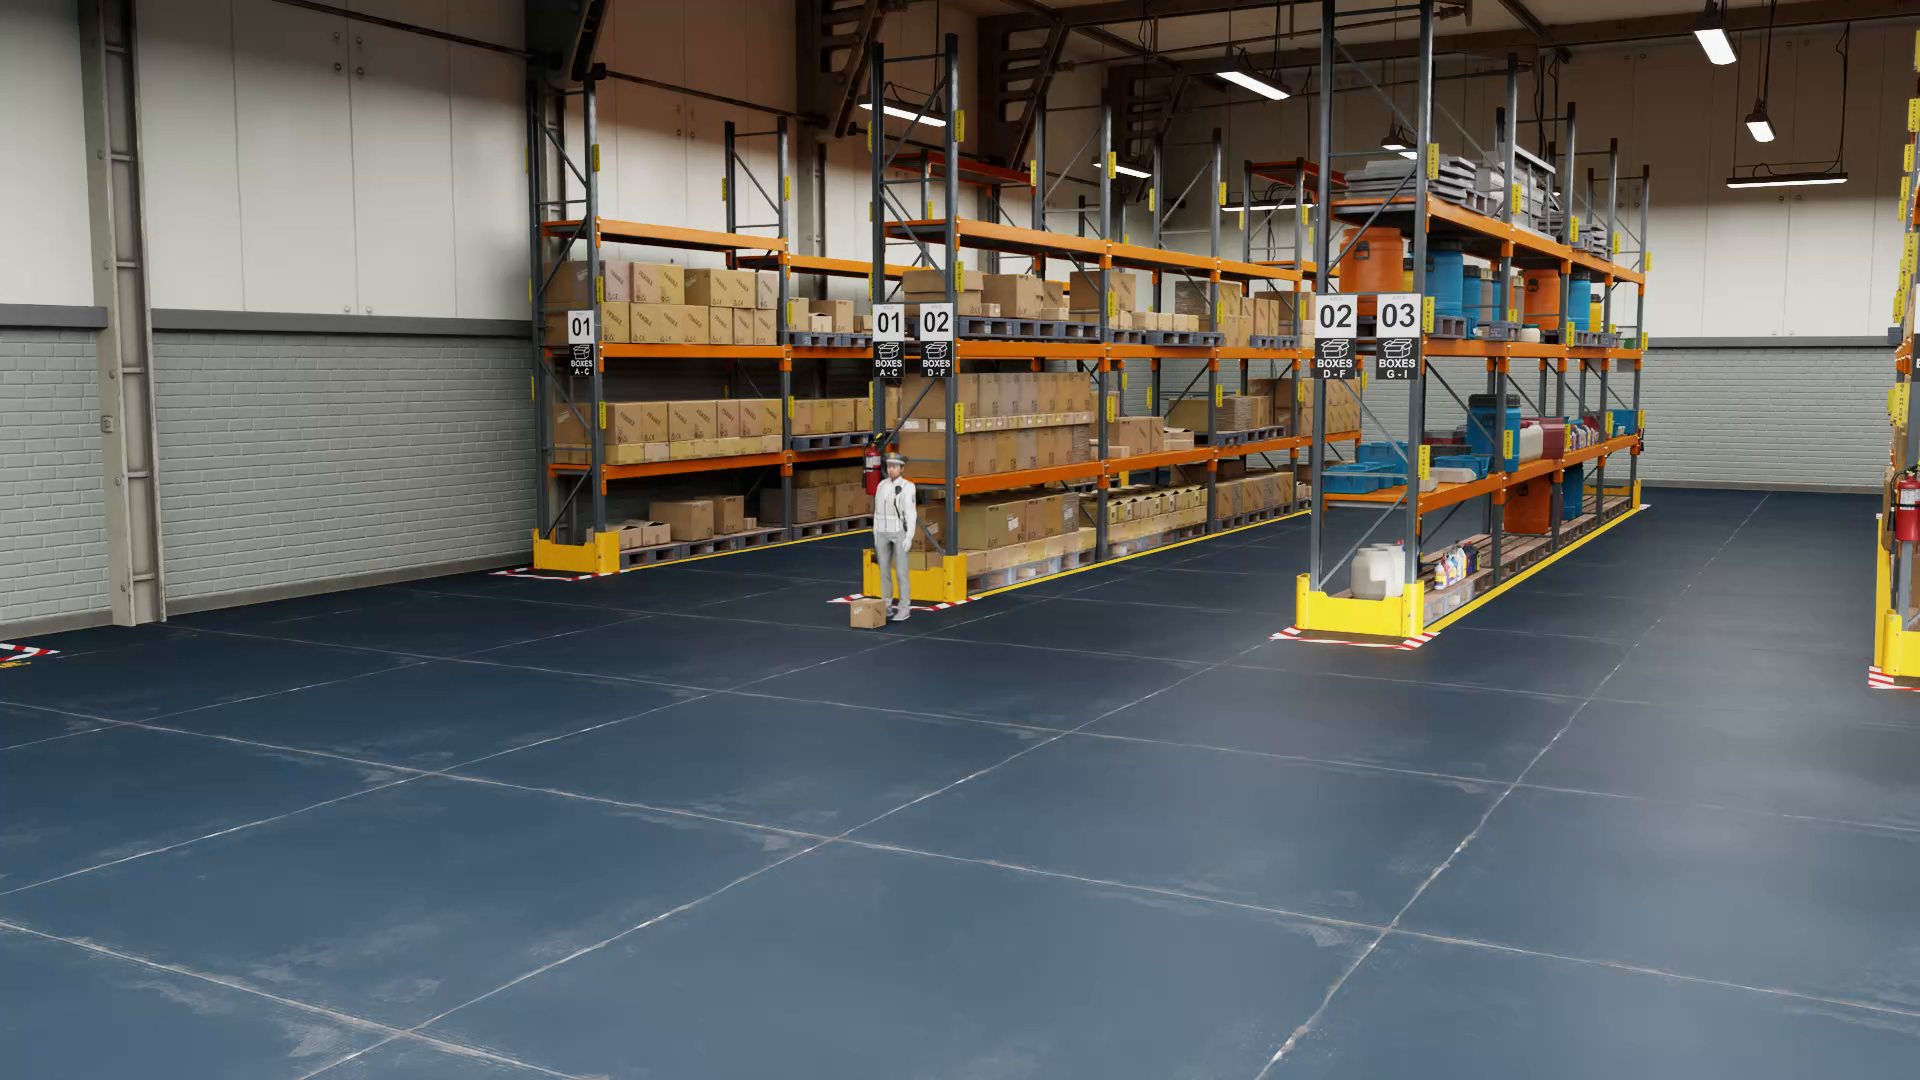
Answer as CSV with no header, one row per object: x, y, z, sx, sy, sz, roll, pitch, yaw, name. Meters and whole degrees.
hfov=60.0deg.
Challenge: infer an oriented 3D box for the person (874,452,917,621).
-0.659,-0.035,16.619,0.467,1.697,0.346,3,7,30,person
